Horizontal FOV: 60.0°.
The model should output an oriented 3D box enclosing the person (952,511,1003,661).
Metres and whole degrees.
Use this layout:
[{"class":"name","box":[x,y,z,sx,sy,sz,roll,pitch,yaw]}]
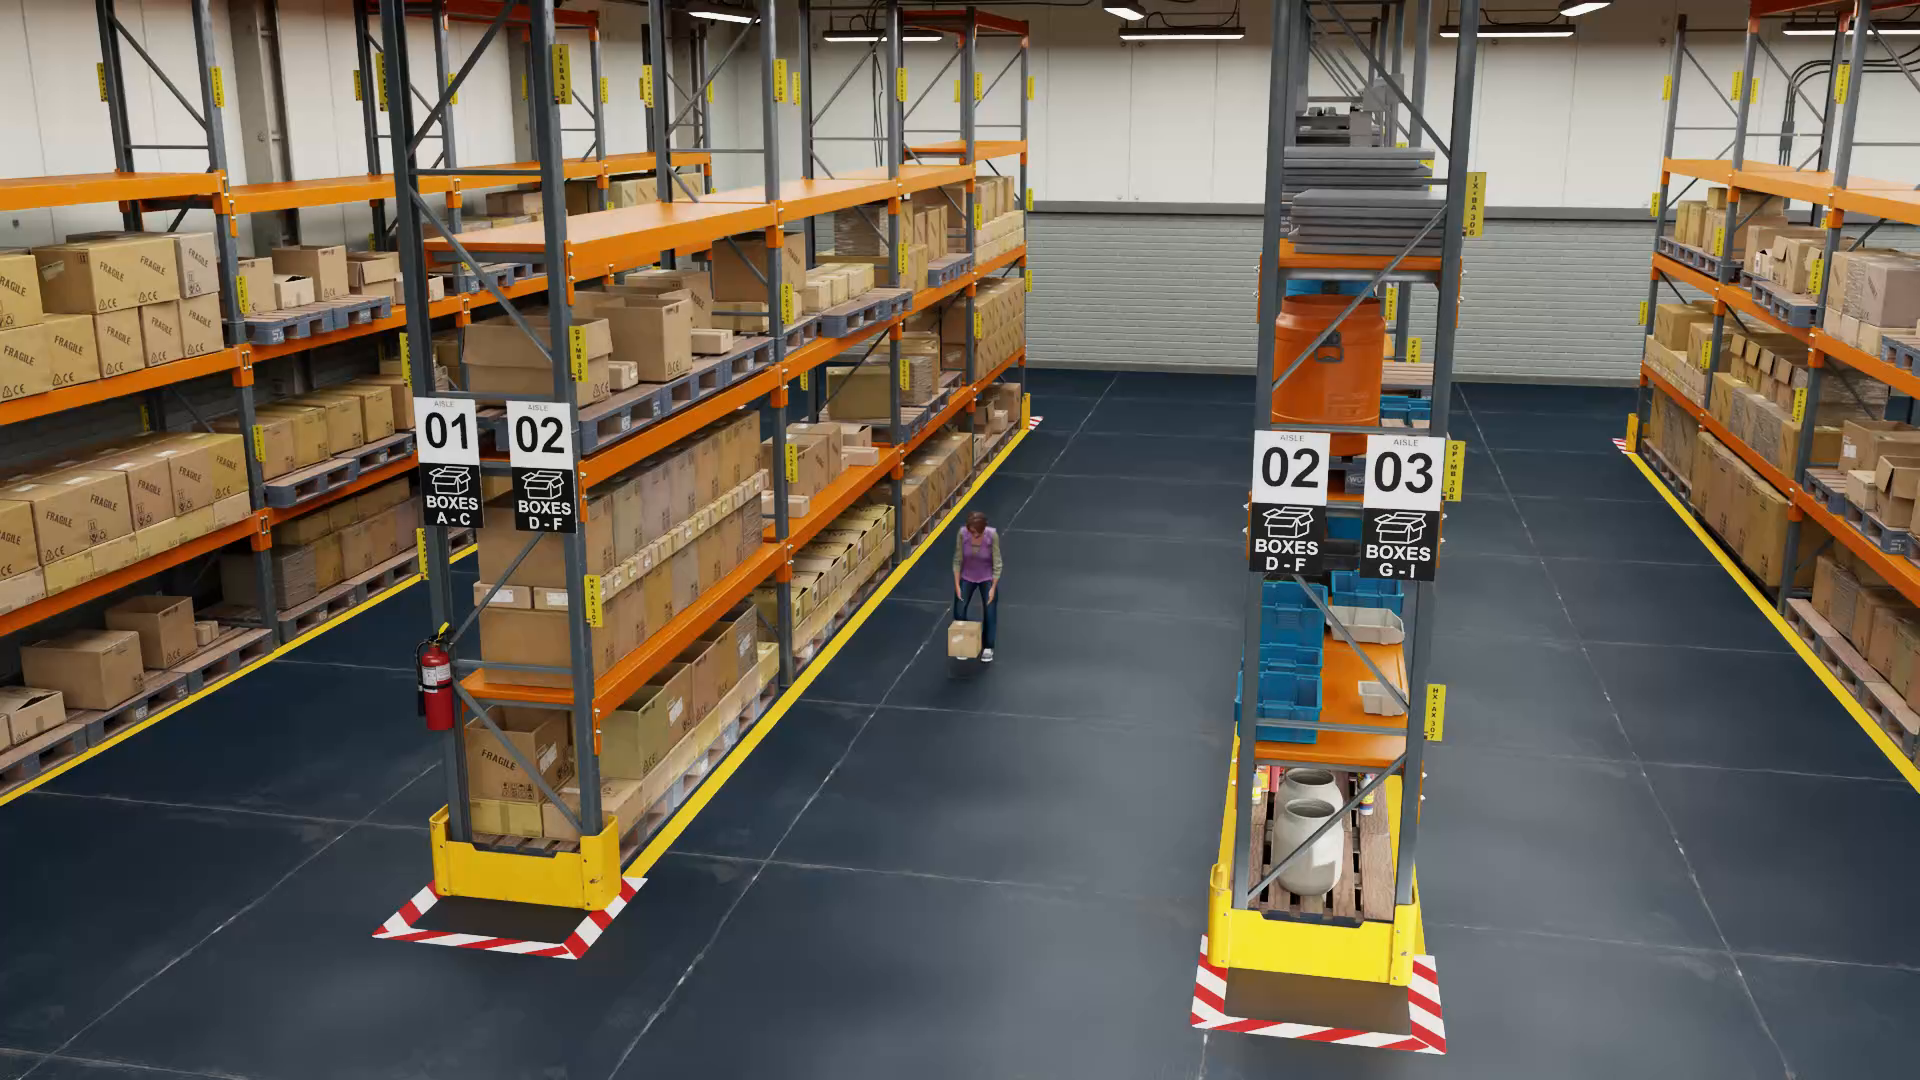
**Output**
[{"class":"person","box":[0.170,0.400,14.922,0.456,1.408,0.560,3,15,12]}]
